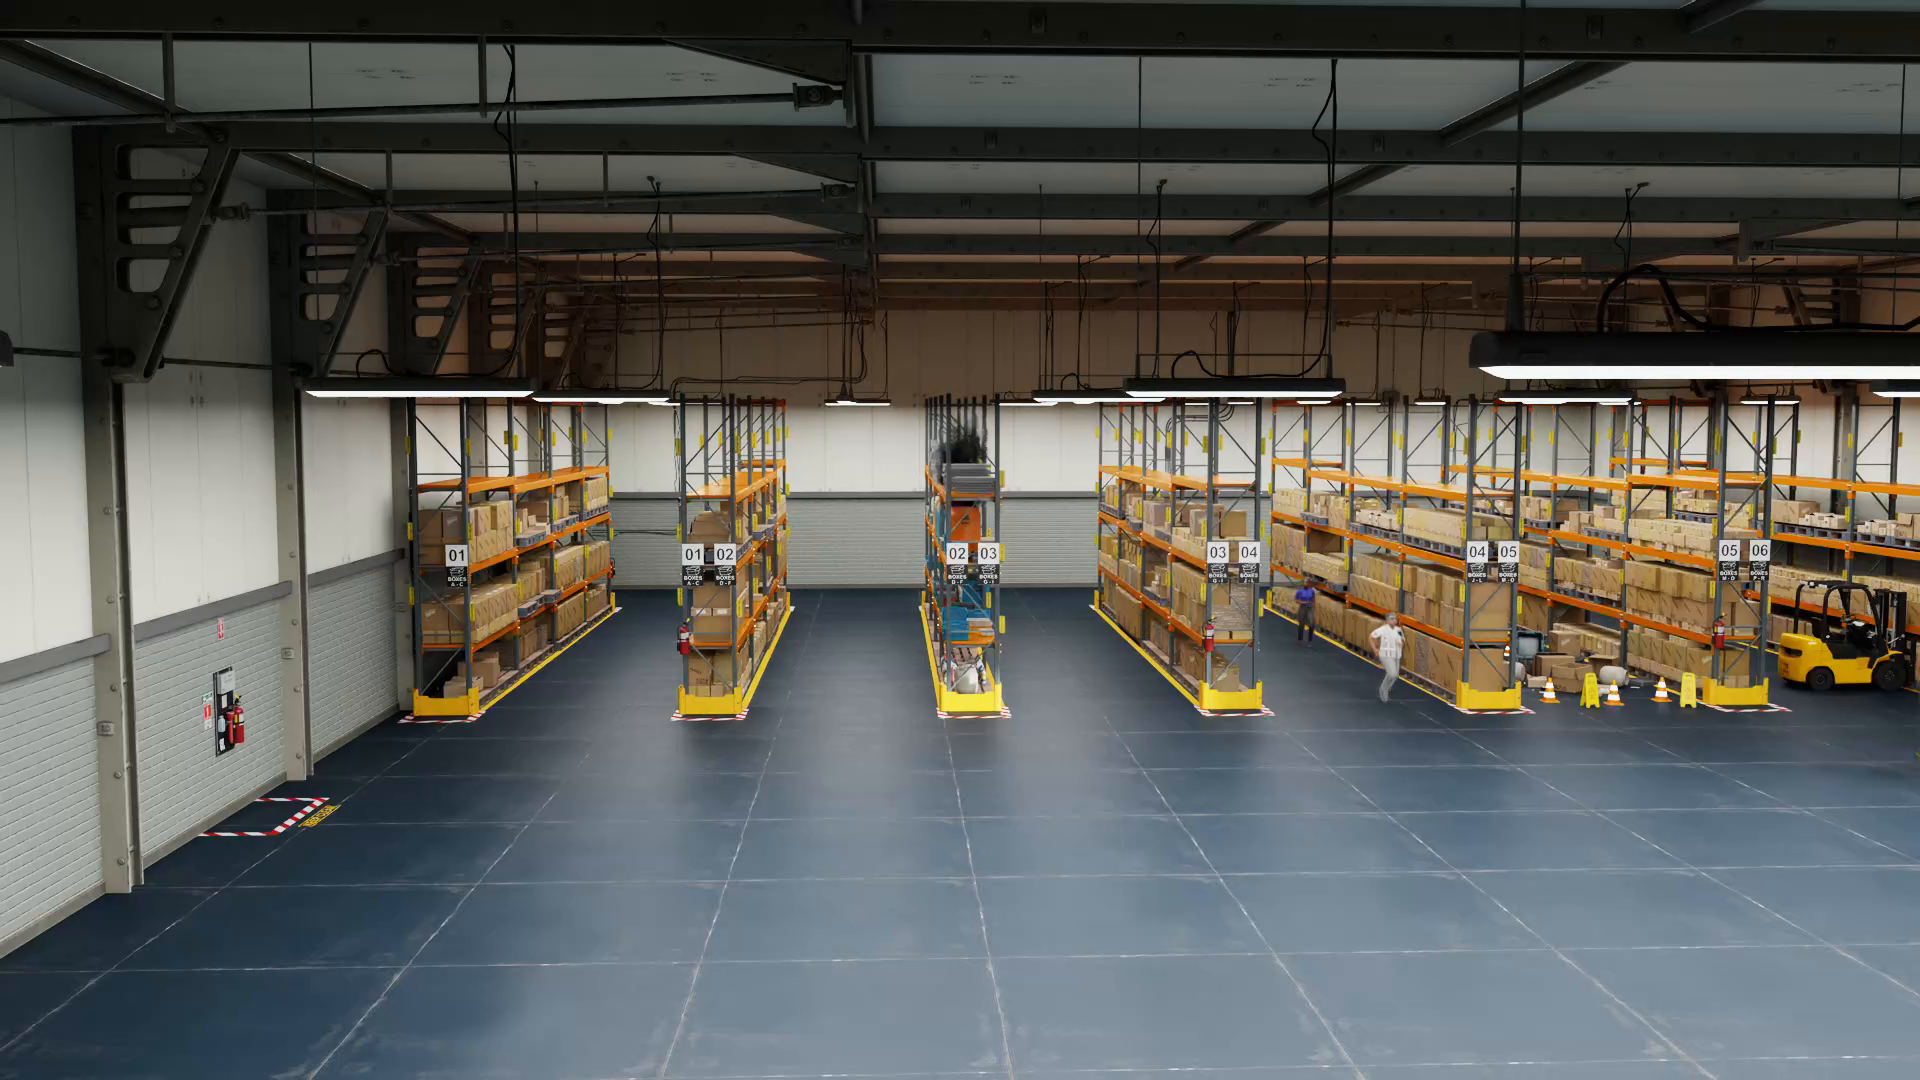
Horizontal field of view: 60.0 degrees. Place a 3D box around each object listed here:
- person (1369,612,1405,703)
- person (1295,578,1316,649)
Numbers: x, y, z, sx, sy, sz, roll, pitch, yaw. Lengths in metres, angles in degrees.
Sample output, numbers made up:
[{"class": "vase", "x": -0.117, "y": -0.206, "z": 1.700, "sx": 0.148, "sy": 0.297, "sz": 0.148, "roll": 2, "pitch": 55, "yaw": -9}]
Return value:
[{"class": "person", "x": 8.422, "y": 2.293, "z": 32.505, "sx": 0.650, "sy": 1.771, "sz": 0.641, "roll": -2, "pitch": 5, "yaw": -27}, {"class": "person", "x": 8.296, "y": 1.753, "z": 39.881, "sx": 0.536, "sy": 1.697, "sz": 0.724, "roll": 0, "pitch": 5, "yaw": -2}]
